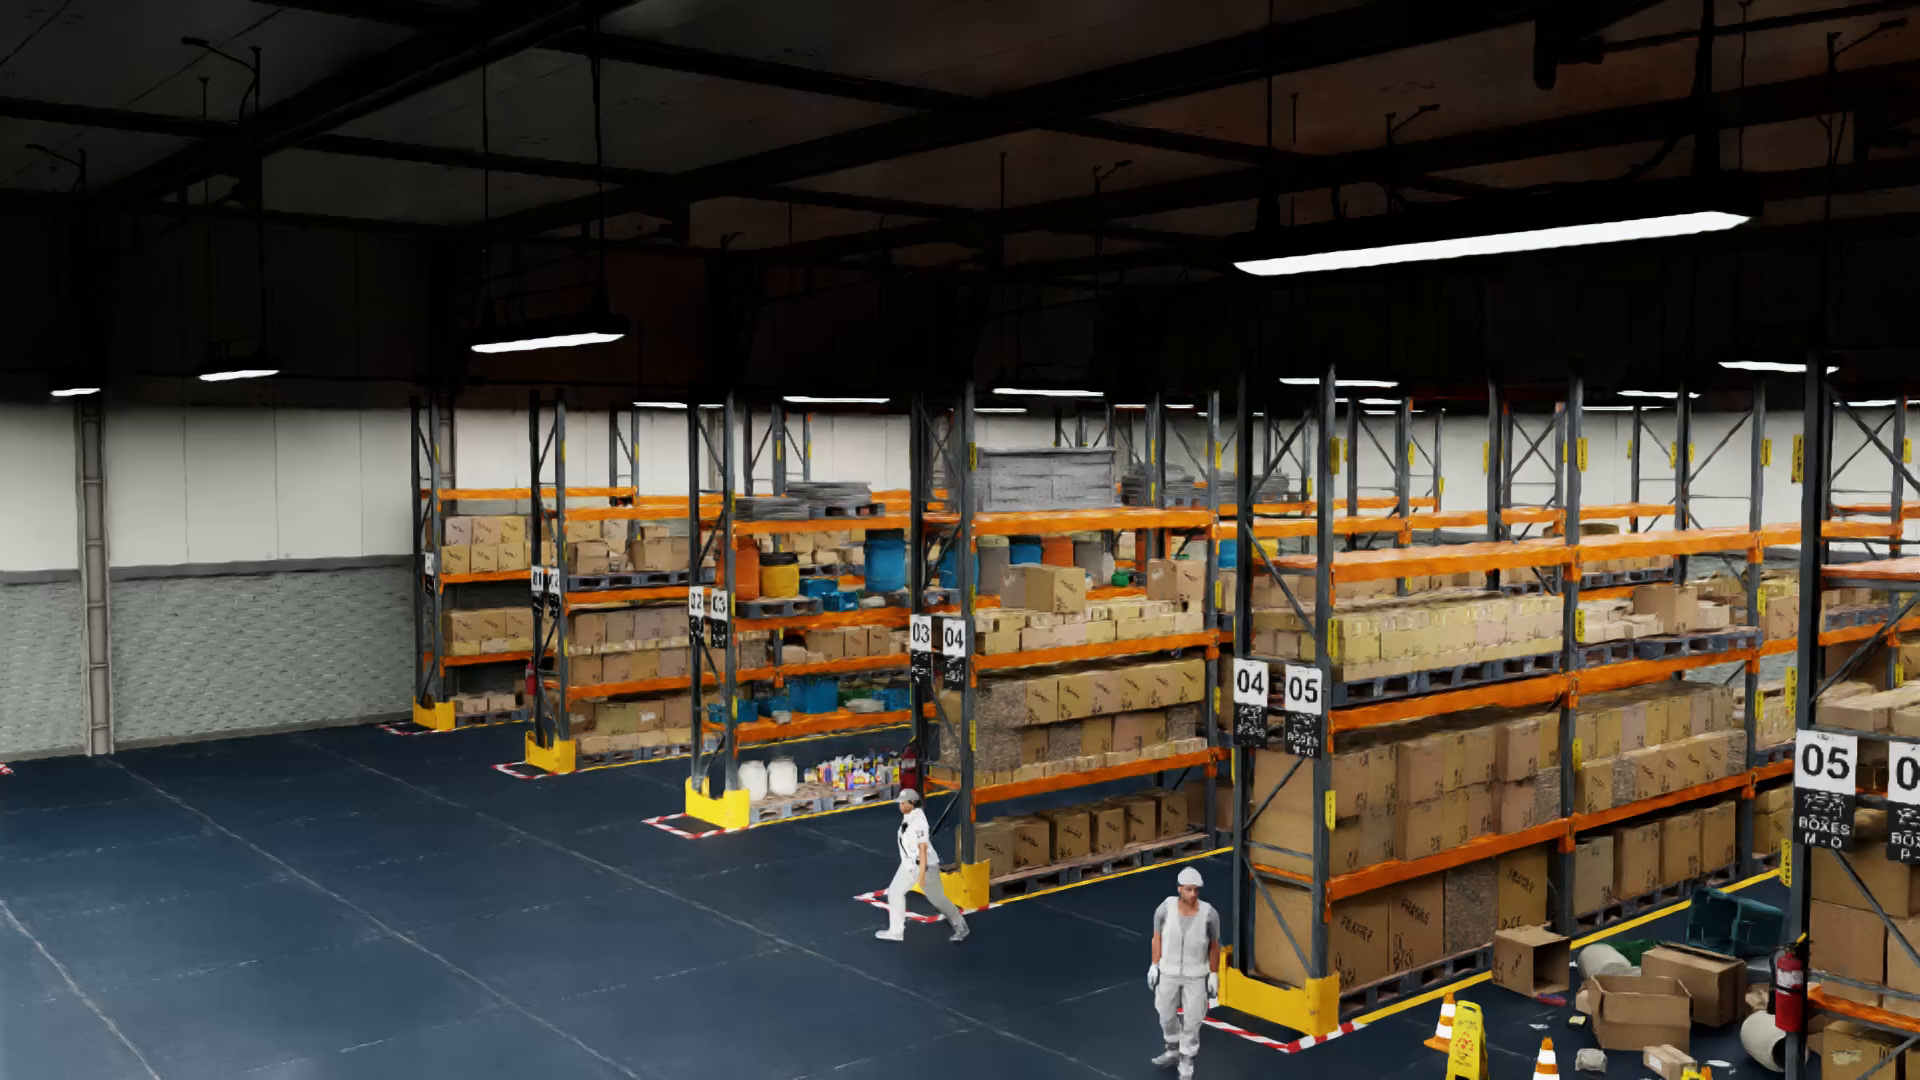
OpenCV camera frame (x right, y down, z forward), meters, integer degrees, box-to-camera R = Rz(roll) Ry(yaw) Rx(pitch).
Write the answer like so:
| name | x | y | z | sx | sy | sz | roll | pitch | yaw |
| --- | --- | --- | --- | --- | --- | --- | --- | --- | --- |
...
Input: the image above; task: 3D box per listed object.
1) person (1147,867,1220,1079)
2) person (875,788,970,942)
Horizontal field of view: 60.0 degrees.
| name | x | y | z | sx | sy | sz | roll | pitch | yaw |
| --- | --- | --- | --- | --- | --- | --- | --- | --- | --- |
| person | 1.812 | 3.487 | 13.443 | 0.582 | 1.776 | 0.573 | 1 | 3 | 15 |
| person | -0.377 | 3.349 | 17.145 | 0.940 | 1.599 | 0.534 | -1 | 4 | -18 |
